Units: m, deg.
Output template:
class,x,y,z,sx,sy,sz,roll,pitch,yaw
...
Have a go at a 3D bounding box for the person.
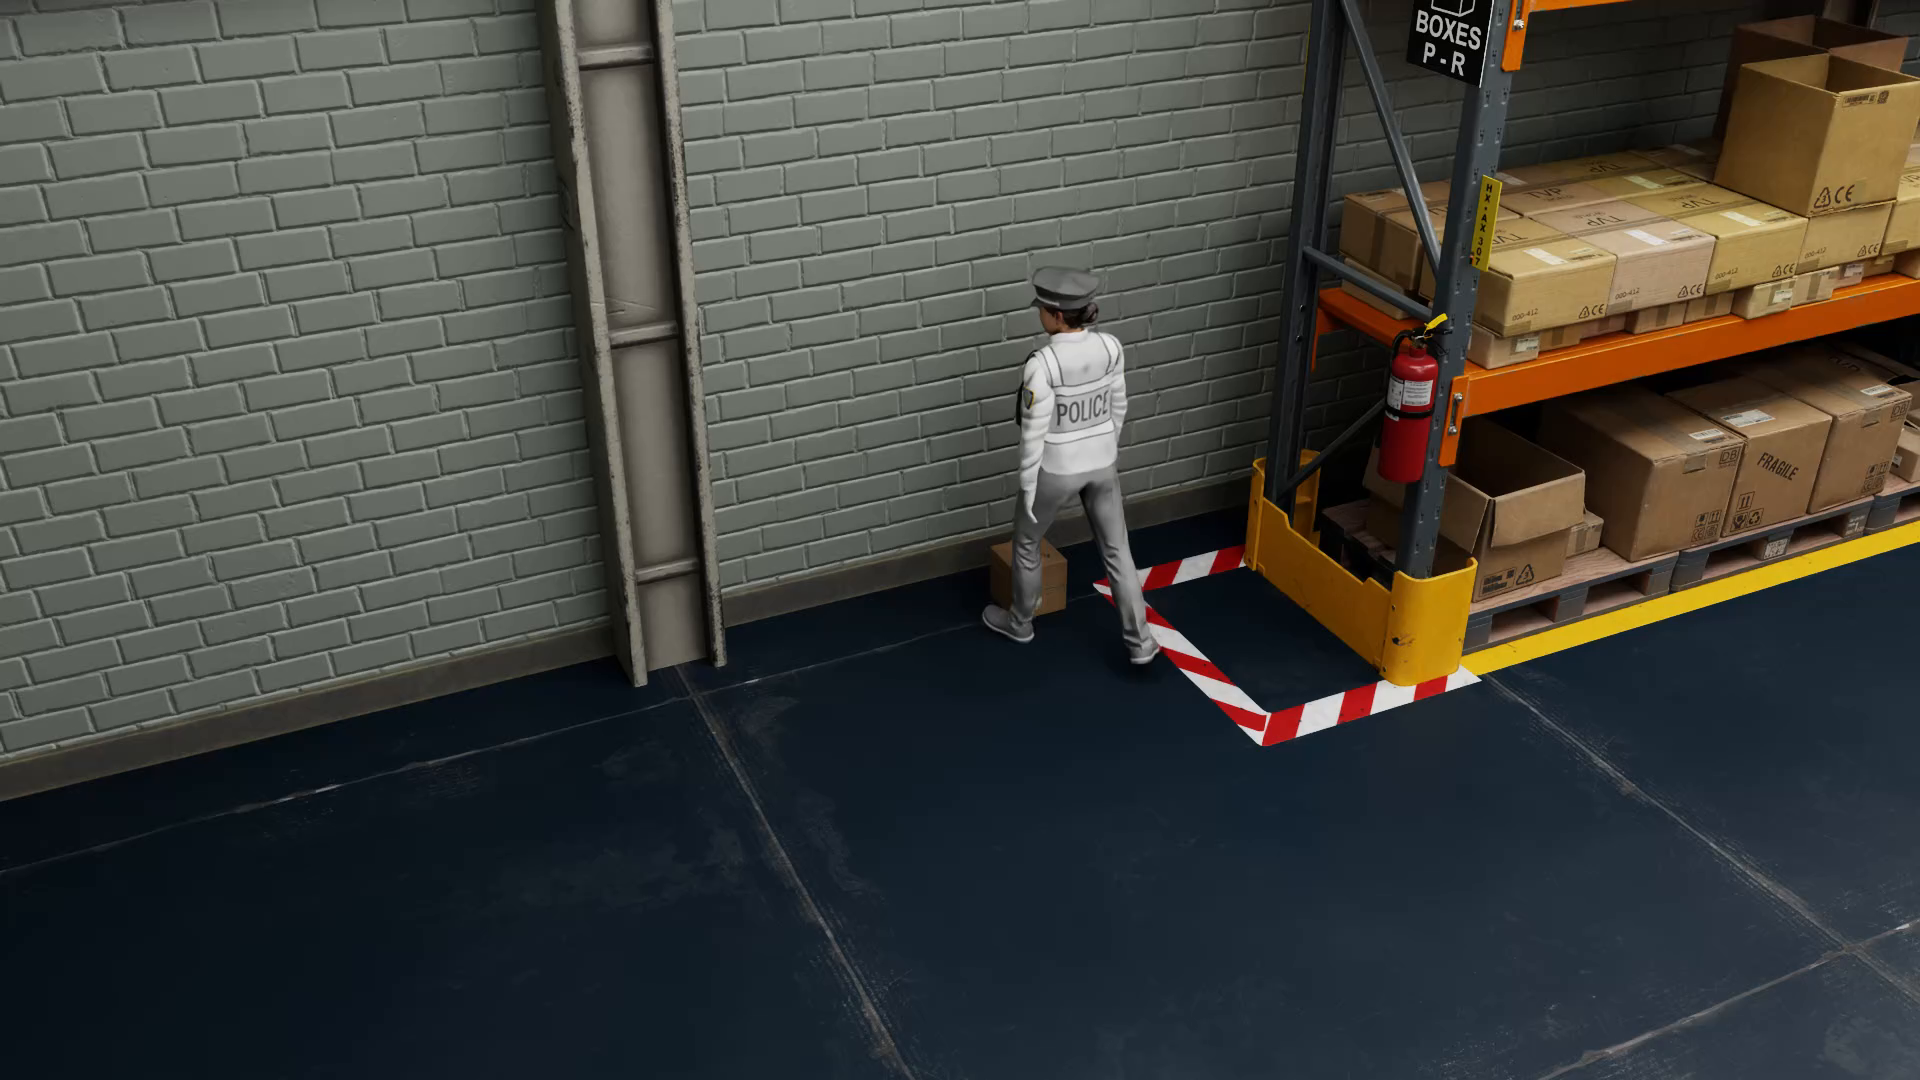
class,x,y,z,sx,sy,sz,roll,pitch,yaw
person,0.481,-0.280,6.626,0.585,1.648,0.725,-14,33,-23
